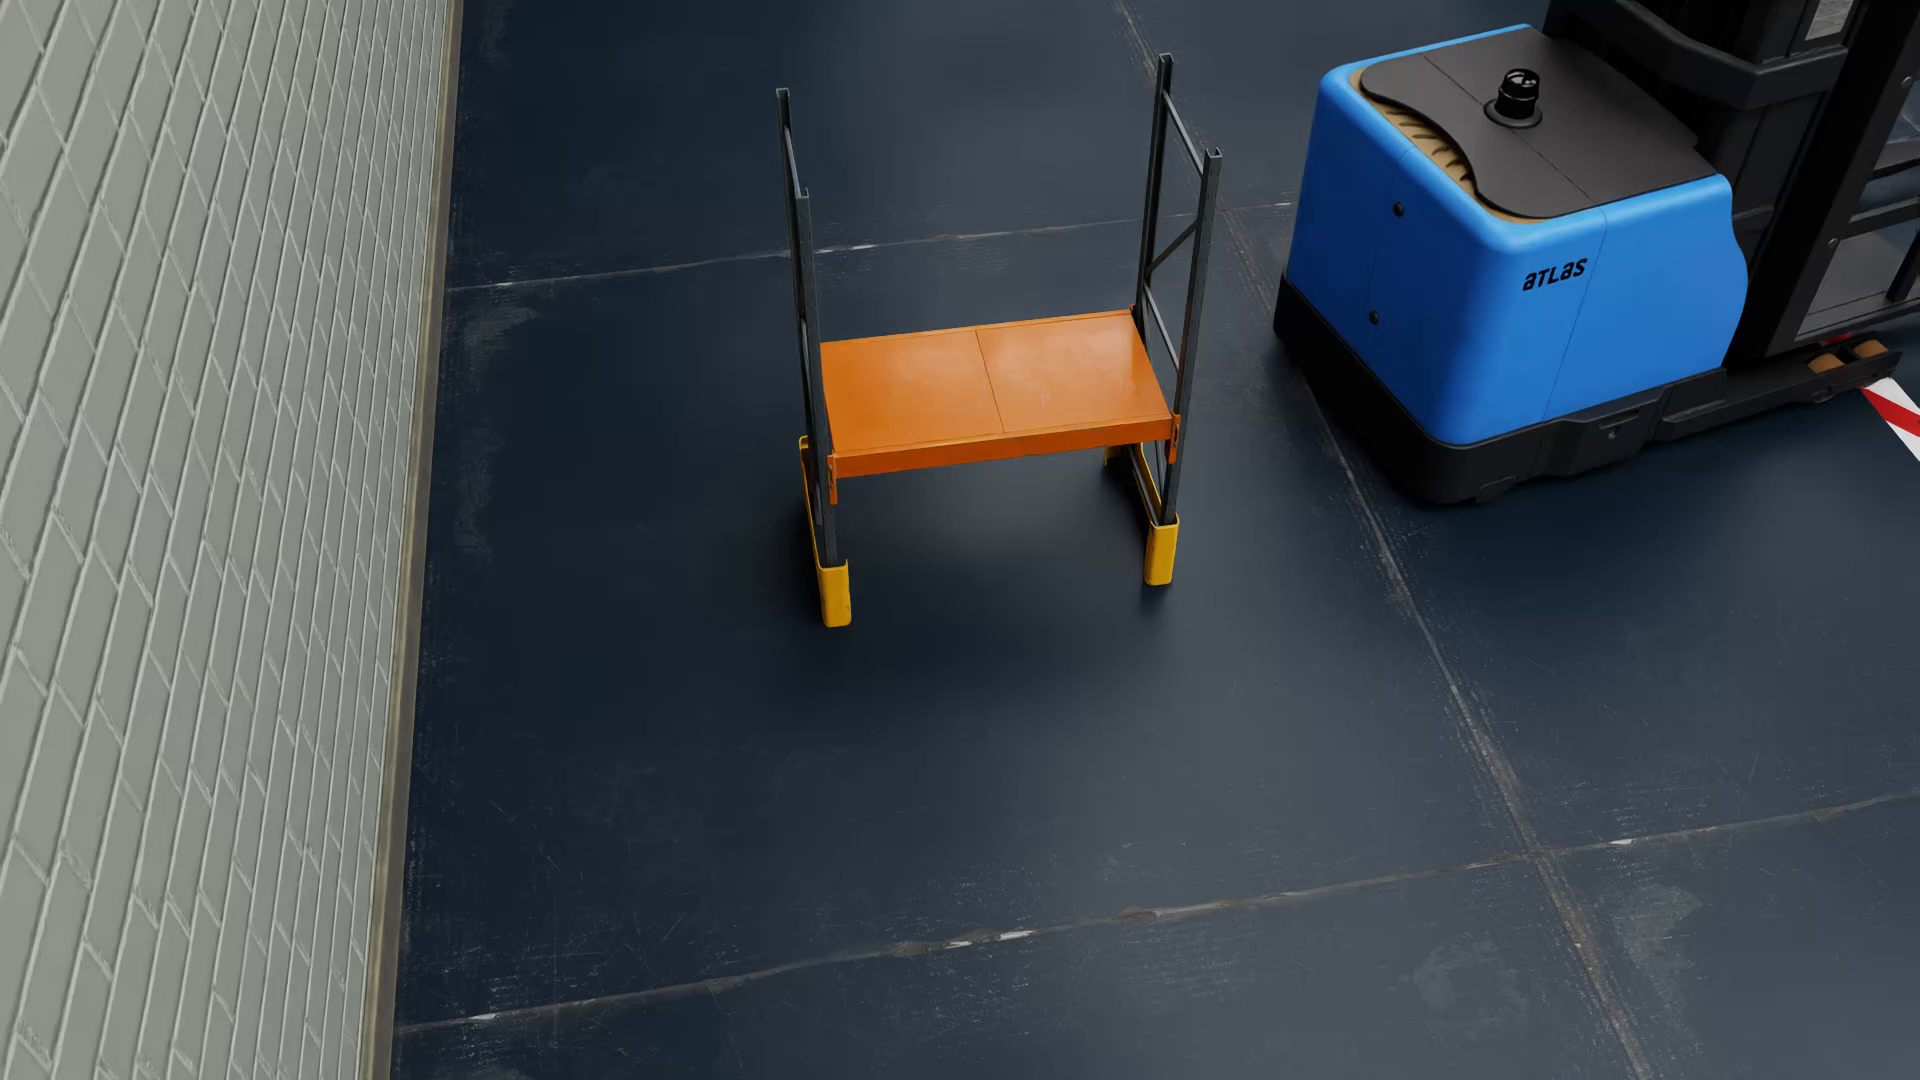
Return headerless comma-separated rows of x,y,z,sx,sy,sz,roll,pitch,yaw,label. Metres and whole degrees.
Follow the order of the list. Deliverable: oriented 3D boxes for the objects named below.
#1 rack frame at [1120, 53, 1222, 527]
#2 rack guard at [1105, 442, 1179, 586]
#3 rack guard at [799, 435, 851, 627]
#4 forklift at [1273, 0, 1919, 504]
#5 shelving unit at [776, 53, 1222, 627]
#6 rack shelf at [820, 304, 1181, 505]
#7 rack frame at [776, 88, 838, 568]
0.585,-0.593,4.780,0.032,1.500,0.500,-7,46,-7,rack frame
0.566,-0.157,5.228,0.087,0.250,0.587,-7,46,-7,rack guard
-0.416,-0.035,5.110,0.087,0.250,0.587,-7,46,-7,rack guard
2.672,-1.824,4.972,3.031,2.935,1.130,-17,48,-15,forklift
0.075,-0.530,4.719,1.083,1.500,0.587,-7,46,-7,shelving unit
0.084,-0.406,4.850,1.000,0.185,0.538,-7,46,-7,rack shelf
-0.417,-0.468,4.660,0.032,1.500,0.500,-7,46,-7,rack frame
